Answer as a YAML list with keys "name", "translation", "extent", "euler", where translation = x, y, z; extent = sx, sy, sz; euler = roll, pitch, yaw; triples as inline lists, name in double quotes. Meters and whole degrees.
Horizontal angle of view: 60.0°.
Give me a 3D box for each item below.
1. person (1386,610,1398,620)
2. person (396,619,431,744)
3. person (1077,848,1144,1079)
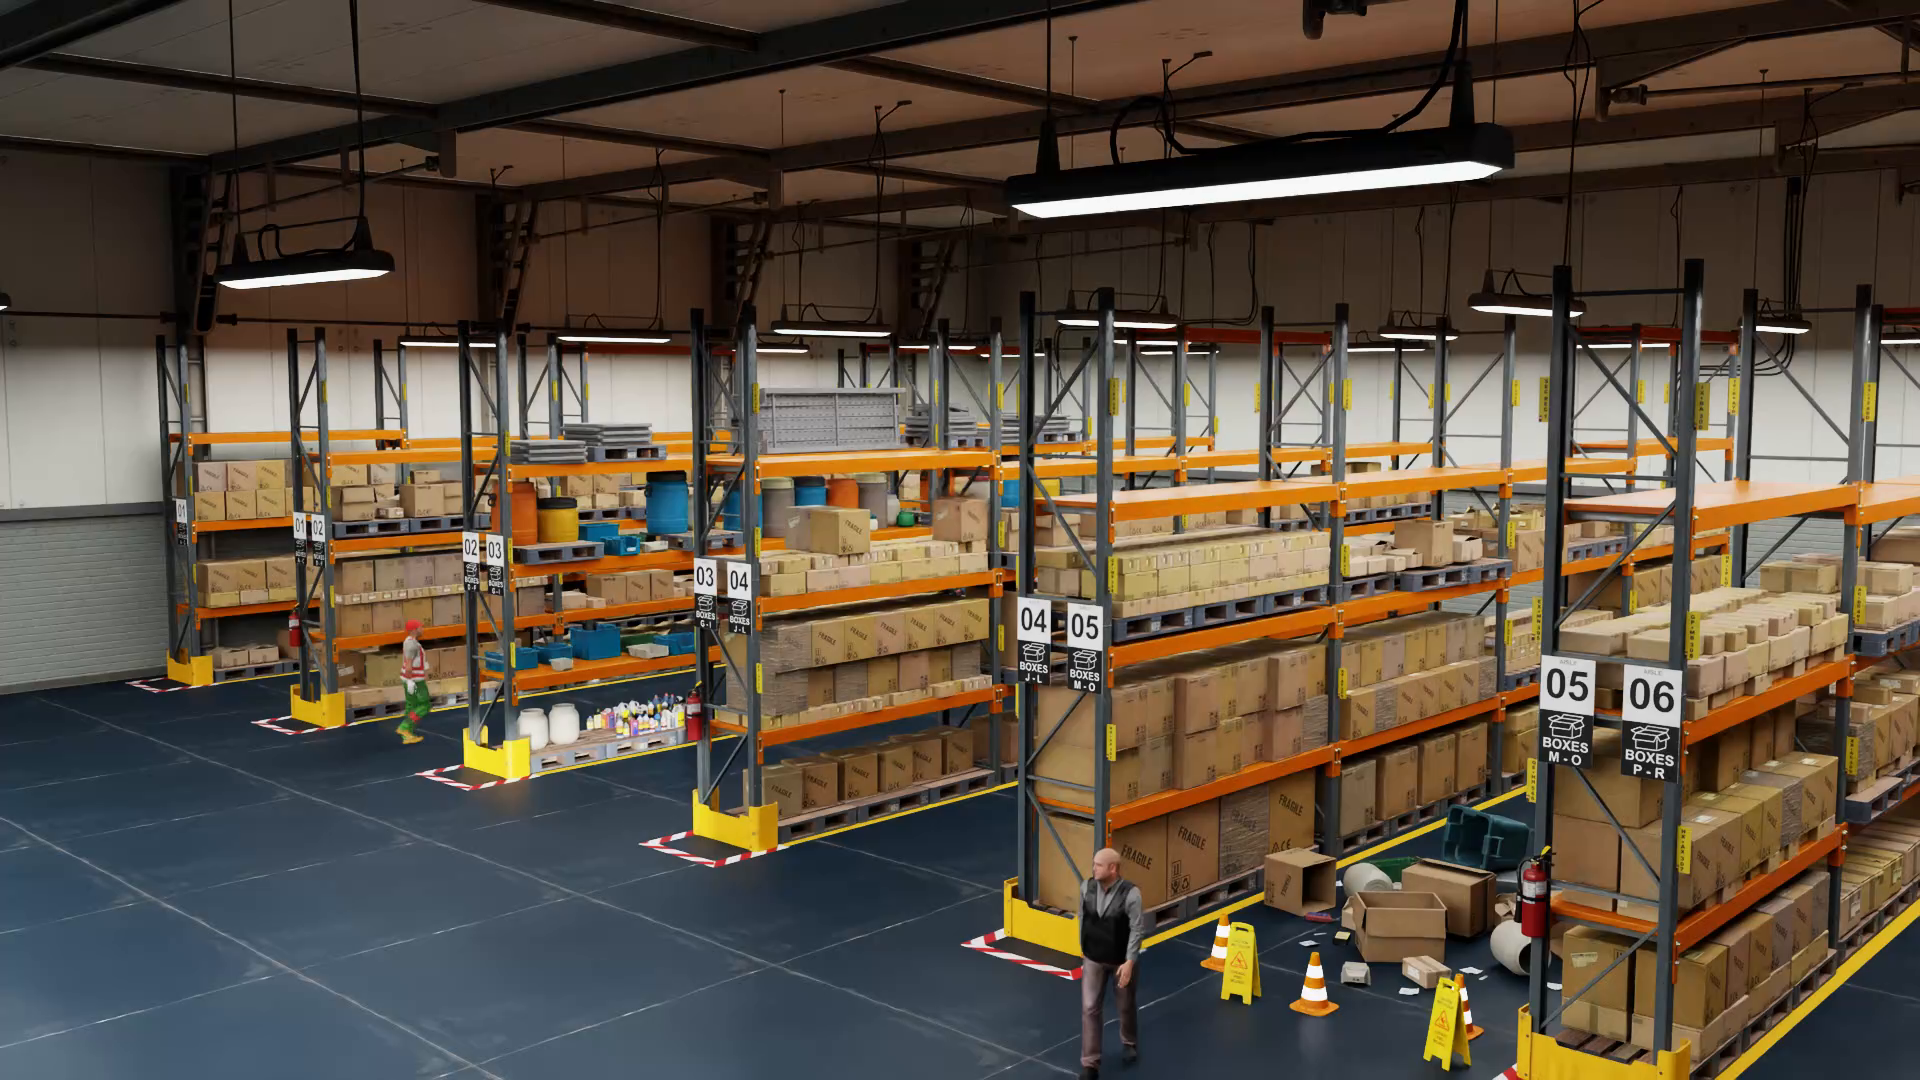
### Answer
- name: "person"
  translation: [6.830, 1.873, 26.408]
  extent: [0.532, 1.634, 0.422]
  euler: [2, 6, 17]
- name: "person"
  translation: [-7.906, 2.029, 23.908]
  extent: [0.516, 1.781, 0.578]
  euler: [-4, 7, -36]
- name: "person"
  translation: [1.099, 3.140, 12.404]
  extent: [0.567, 1.678, 0.919]
  euler: [2, 6, 23]
